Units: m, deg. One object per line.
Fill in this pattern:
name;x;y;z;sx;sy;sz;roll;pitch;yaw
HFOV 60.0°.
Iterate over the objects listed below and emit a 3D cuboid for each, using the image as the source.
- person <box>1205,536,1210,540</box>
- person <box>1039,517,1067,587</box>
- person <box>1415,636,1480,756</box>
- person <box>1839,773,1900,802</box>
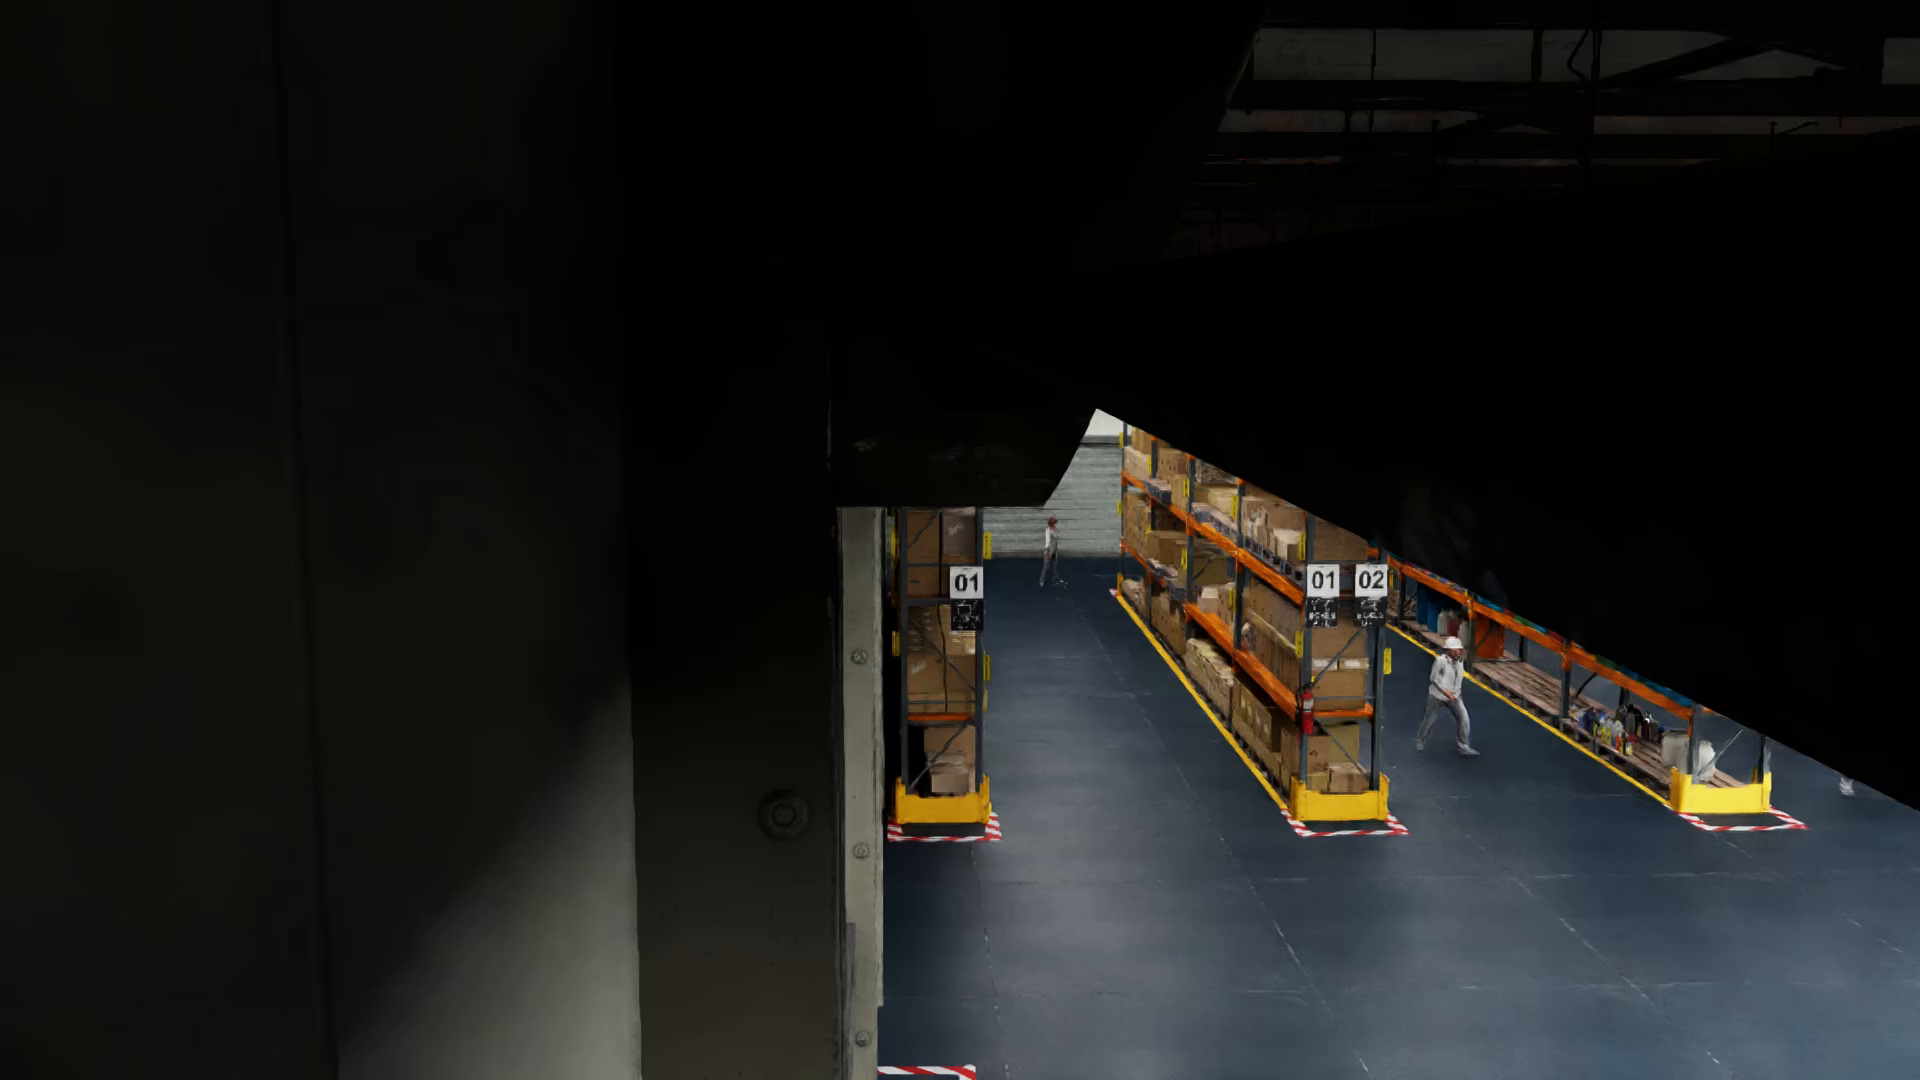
person;6.149;-0.104;40.101;0.520;1.631;0.523;5;10;34
person;2.074;0.259;37.556;0.493;1.591;0.626;4;9;29
person;6.879;2.180;23.551;0.683;1.714;0.837;-3;8;-19
person;11.809;2.492;21.315;0.692;1.722;0.846;-3;8;-19
